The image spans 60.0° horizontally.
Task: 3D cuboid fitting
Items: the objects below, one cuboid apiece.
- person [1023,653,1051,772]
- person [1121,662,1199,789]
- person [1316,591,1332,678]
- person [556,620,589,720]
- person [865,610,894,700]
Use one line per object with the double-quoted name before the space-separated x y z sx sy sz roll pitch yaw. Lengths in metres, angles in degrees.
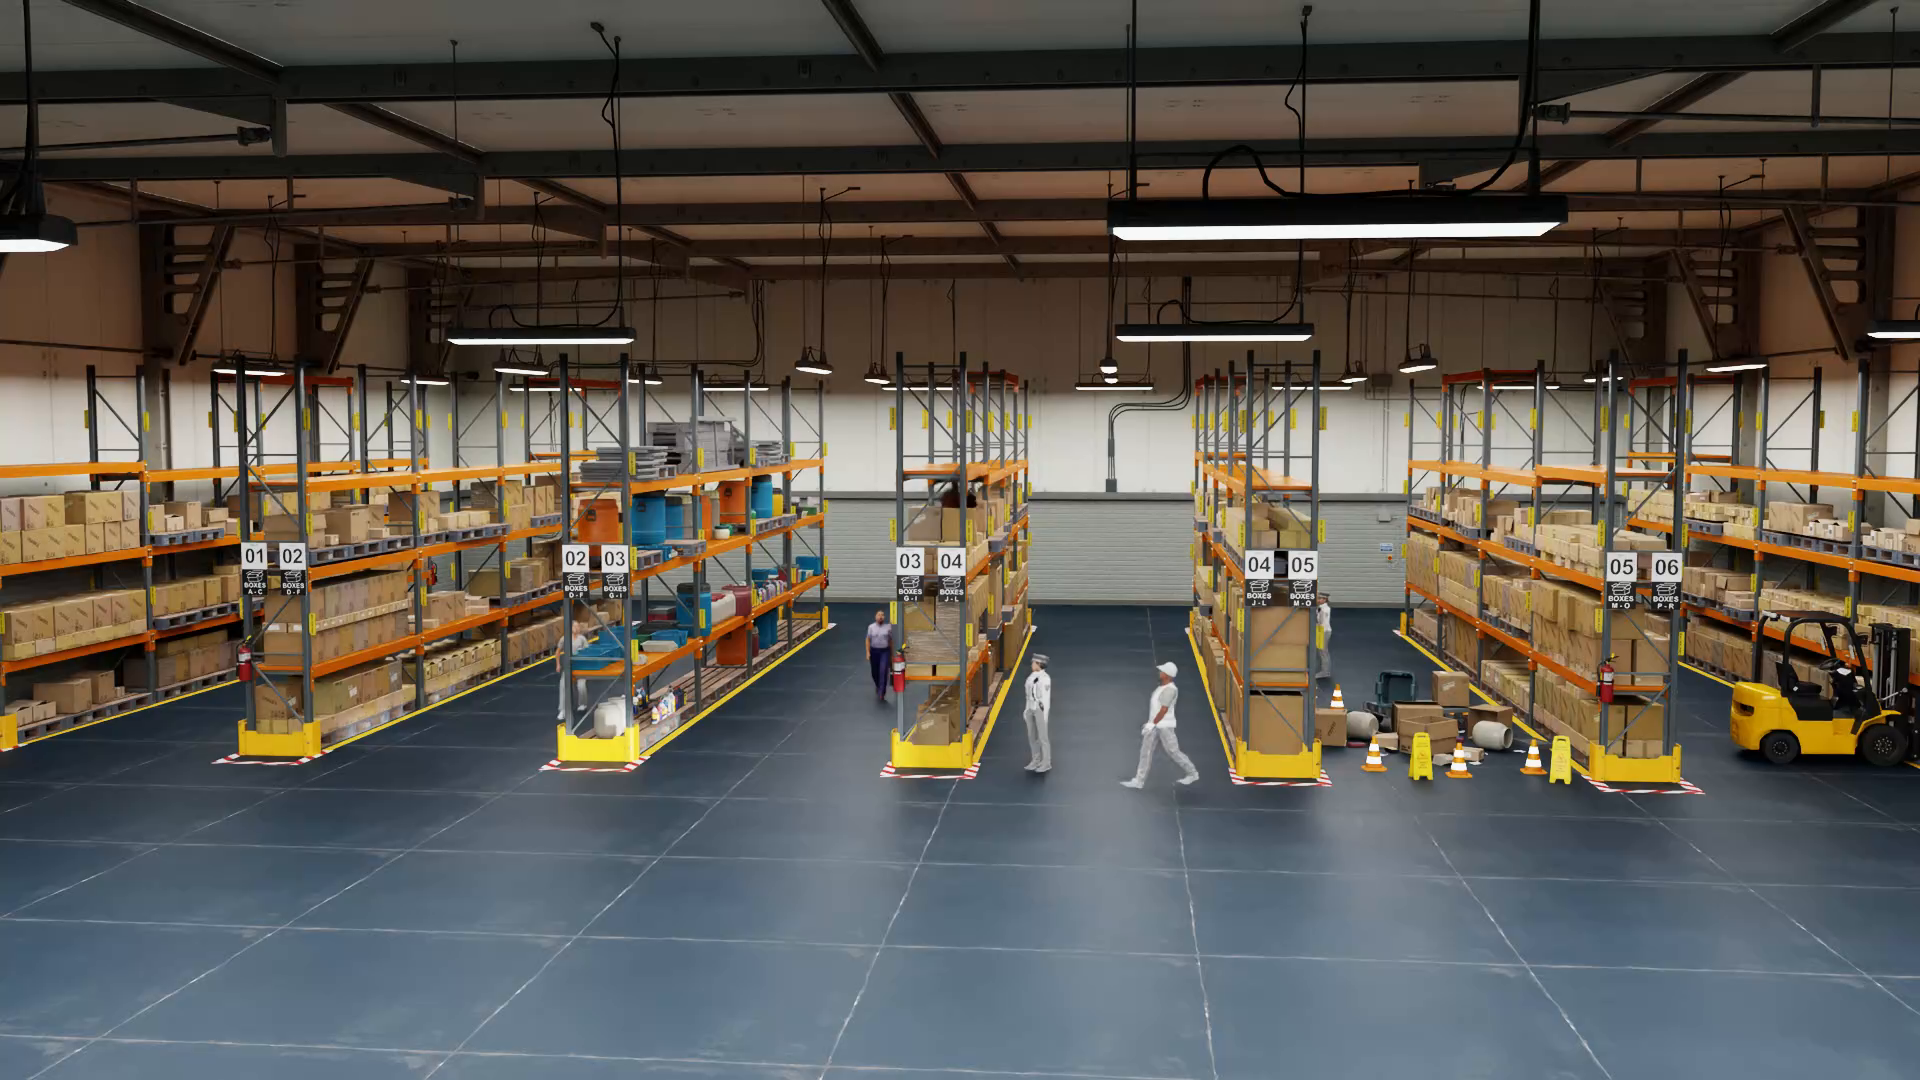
"person" 1.103 2.477 23.855 0.347 1.726 0.483 -2 5 -29
"person" 2.745 2.529 22.600 1.051 1.744 0.509 -1 4 -20
"person" 7.101 1.842 32.561 0.350 1.688 0.503 1 4 10
"person" -6.571 2.181 28.355 0.660 1.649 0.982 1 4 10
"person" -1.455 2.066 30.130 0.493 1.596 0.929 1 4 11
